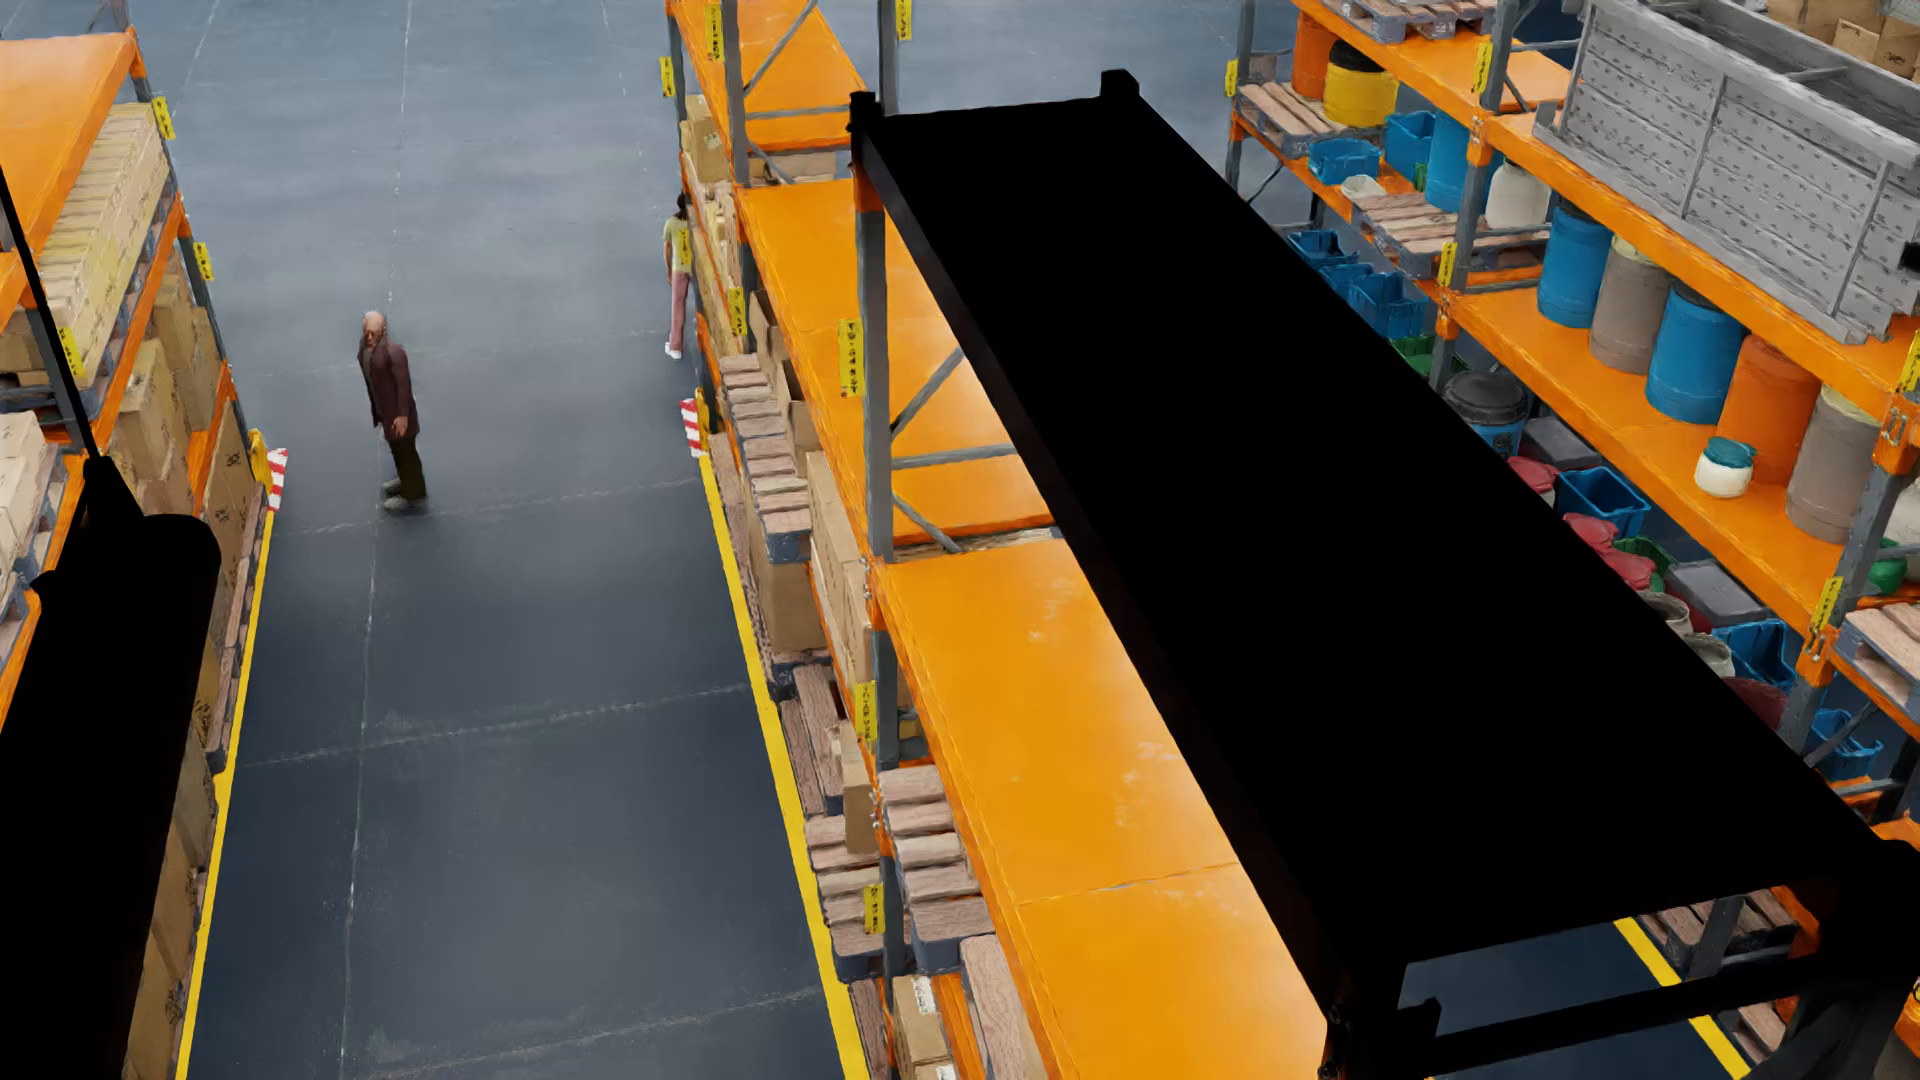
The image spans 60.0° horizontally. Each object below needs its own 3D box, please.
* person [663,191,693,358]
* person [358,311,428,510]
[{"bbox_3d":[-2.712,-2.695,16.602,0.487,1.611,0.958,4,35,6],"label":"person"},{"bbox_3d":[-4.862,-1.105,14.107,0.640,1.784,0.504,29,44,35],"label":"person"}]
